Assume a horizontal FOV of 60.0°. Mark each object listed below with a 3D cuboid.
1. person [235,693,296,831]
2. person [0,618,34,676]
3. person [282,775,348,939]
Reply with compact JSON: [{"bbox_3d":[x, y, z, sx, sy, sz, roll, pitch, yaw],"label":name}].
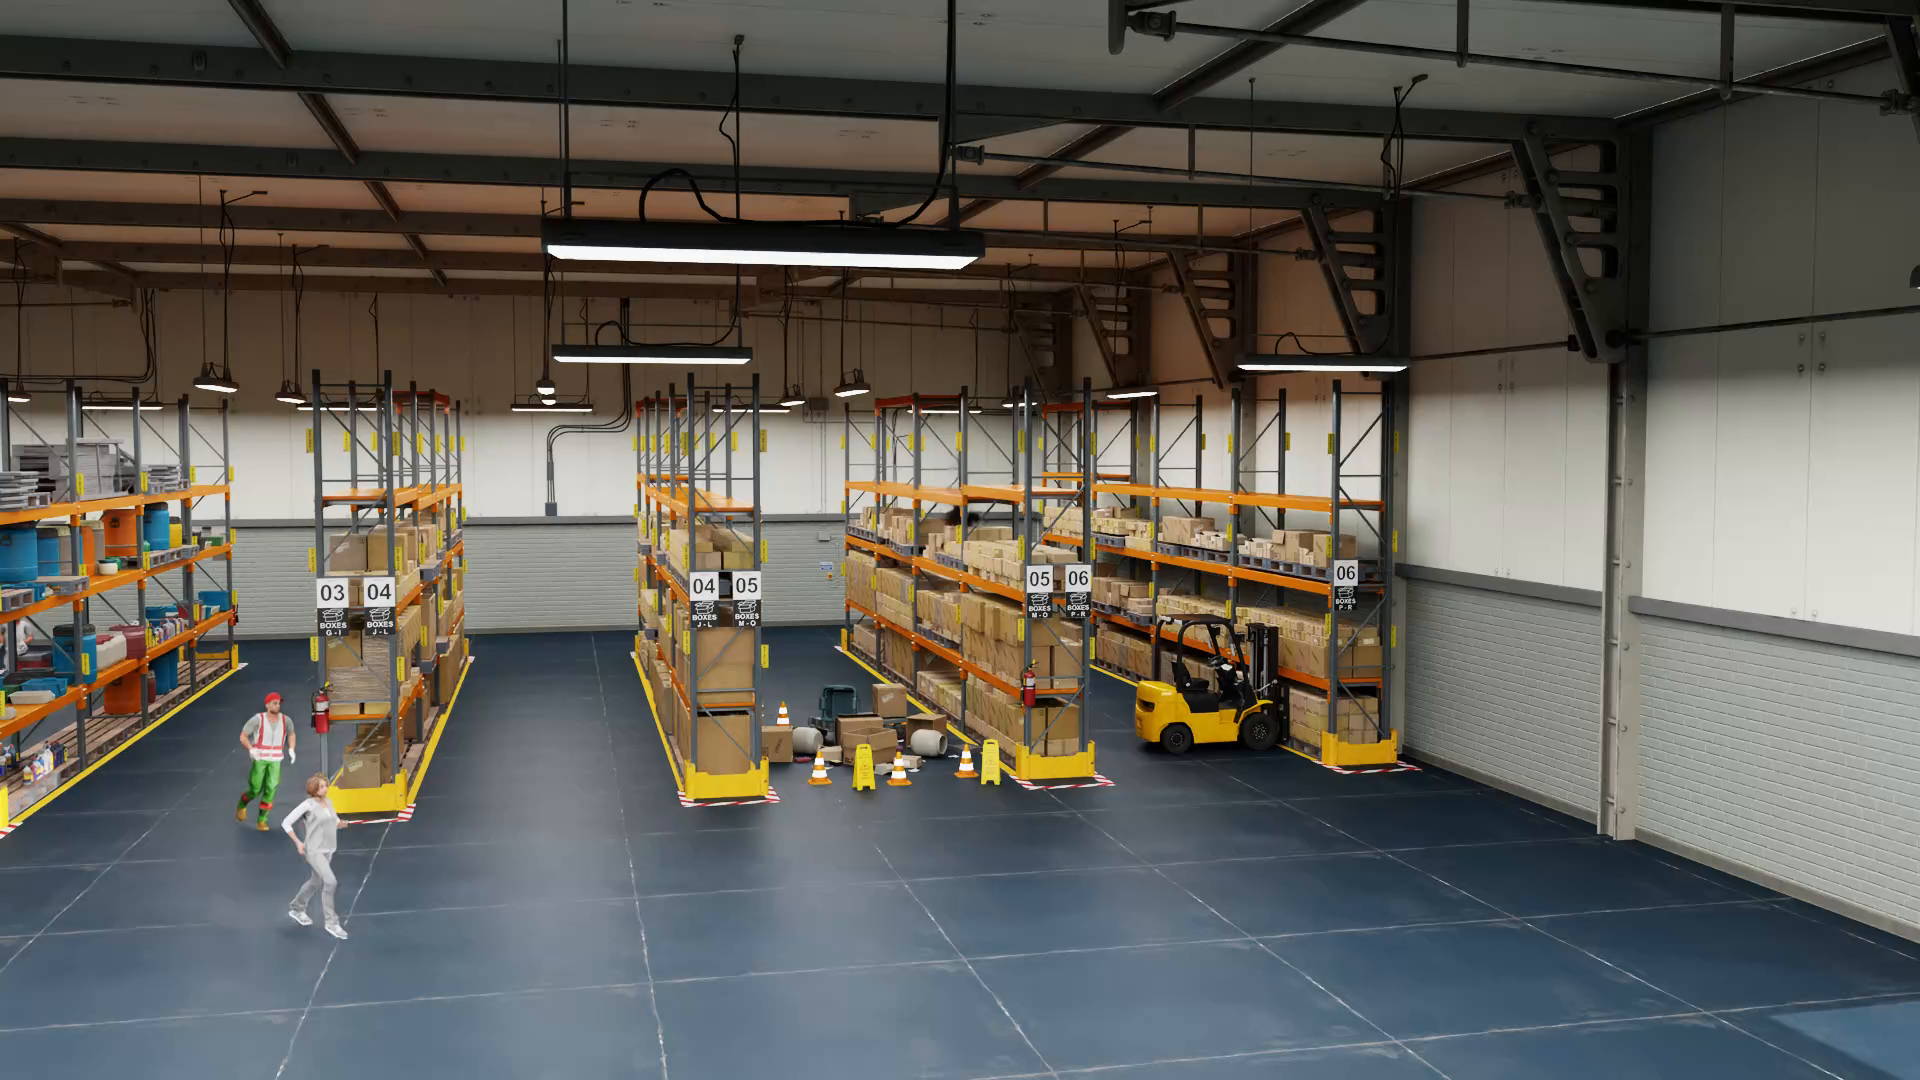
[{"bbox_3d":[-9.047,2.869,21.784,0.722,1.746,0.783,-3,4,-41],"label":"person"},{"bbox_3d":[-18.804,2.211,33.082,0.662,1.736,0.674,-1,4,-20],"label":"person"},{"bbox_3d":[-6.556,3.209,16.947,0.759,1.632,0.516,1,3,14],"label":"person"}]
